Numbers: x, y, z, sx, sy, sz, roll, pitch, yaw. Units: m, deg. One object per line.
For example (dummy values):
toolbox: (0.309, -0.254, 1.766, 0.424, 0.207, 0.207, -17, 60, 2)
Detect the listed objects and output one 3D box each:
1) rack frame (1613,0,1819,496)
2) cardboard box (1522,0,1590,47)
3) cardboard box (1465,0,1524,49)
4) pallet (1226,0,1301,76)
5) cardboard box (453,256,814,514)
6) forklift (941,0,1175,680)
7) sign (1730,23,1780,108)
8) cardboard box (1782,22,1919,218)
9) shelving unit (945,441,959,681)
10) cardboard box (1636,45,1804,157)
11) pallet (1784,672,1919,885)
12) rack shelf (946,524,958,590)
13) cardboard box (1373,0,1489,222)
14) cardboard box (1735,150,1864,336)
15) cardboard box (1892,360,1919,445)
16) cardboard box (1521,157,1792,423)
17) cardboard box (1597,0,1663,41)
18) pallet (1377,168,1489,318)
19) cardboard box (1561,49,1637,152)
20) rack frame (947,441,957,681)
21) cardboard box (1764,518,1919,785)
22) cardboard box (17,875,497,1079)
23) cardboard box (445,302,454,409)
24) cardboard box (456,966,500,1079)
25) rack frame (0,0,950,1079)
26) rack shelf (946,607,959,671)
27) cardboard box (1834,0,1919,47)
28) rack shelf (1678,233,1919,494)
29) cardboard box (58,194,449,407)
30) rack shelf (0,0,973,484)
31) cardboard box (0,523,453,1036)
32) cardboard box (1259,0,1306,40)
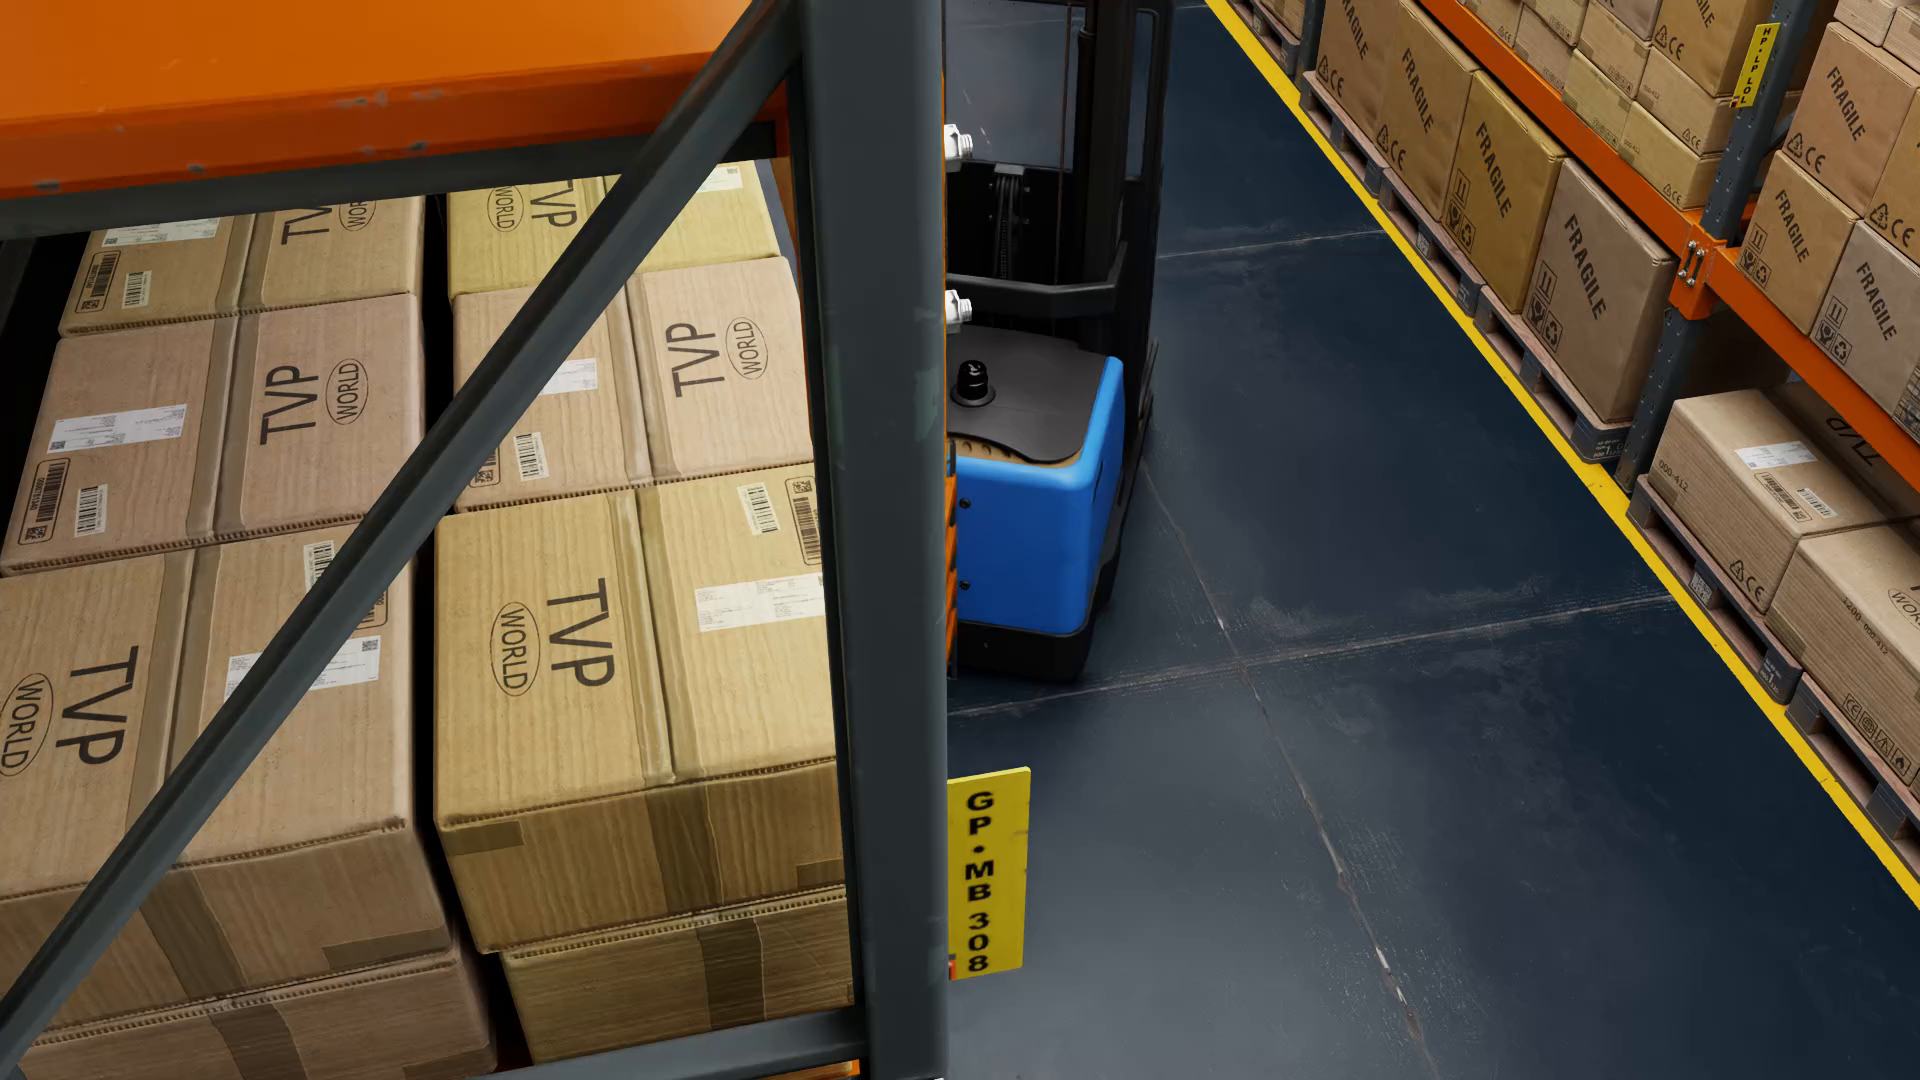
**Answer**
rack frame: (3.471, -1.434, 6.606, 1.000, 3.000, 0.127, -8, 42, -9)
cardboard box: (2.905, -2.474, 7.514, 0.500, 0.250, 0.500, -7, 42, -8)
cardboard box: (2.813, -2.627, 8.063, 0.500, 0.250, 0.500, -8, 42, -9)
pallet: (2.440, -3.491, 11.024, 1.003, 0.211, 1.213, -8, 42, -9)
cardboard box: (-0.454, -0.148, 2.409, 0.500, 0.250, 0.500, -9, 42, -10)
forklift: (0.293, -1.536, 6.773, 1.130, 2.935, 3.031, 9, 42, 9)
sign: (2.943, -1.753, 6.153, 0.100, 0.325, 0.005, -8, 42, -9)
cardboard box: (3.337, -1.502, 5.854, 0.500, 0.500, 0.500, -8, 42, -9)
shelving unit: (-0.162, 0.260, 6.054, 0.258, 1.200, 0.503, 5, 42, 5)
cardboard box: (3.138, -1.816, 6.773, 0.500, 0.250, 0.500, -8, 42, -9)
pallet: (3.825, 0.905, 6.071, 1.003, 0.211, 1.213, -8, 42, -9)
rack shelf: (-0.162, 0.143, 5.950, 0.258, 0.148, 0.480, 5, 42, 5)
cardboard box: (2.864, -2.351, 8.923, 0.875, 0.875, 0.875, -8, 42, -9)
cardboard box: (3.316, -1.130, 6.188, 0.500, 0.500, 0.500, -7, 42, -8)
cardboard box: (3.522, -0.480, 5.456, 0.500, 0.500, 0.500, -8, 42, -9)
cardboard box: (3.259, -1.187, 7.612, 0.875, 0.875, 0.875, -7, 42, -8)
cardboard box: (3.010, -2.433, 6.903, 0.500, 0.500, 0.500, -8, 42, -8)
pallet: (2.964, -1.673, 8.976, 1.003, 0.211, 1.213, -8, 42, -9)
cardboard box: (3.019, -1.963, 7.315, 0.500, 0.250, 0.500, -9, 42, -10)
rack frame: (-0.133, 0.099, 6.235, 0.240, 1.200, 0.015, 5, 42, 5)
cardboard box: (3.695, 0.370, 6.188, 0.875, 0.438, 0.875, -10, 42, -11)
cardboard box: (-0.873, 0.446, 2.117, 0.500, 0.250, 0.500, -9, 42, -10)
cardboard box: (-1.099, -0.211, 2.857, 0.500, 0.250, 0.500, -9, 42, -10)
cardboard box: (-0.807, 0.670, 2.165, 0.380, 0.149, 0.250, -7, 42, -8)
rack frame: (-0.512, -0.371, 0.890, 1.000, 3.000, 0.127, -8, 42, -9)
rack shelf: (-0.162, 0.459, 6.230, 0.258, 0.148, 0.480, 5, 42, 5)
cardboard box: (3.285, -1.846, 5.753, 0.380, 0.149, 0.250, -9, 42, -10)
rack shelf: (3.902, 0.131, 5.384, 1.077, 0.370, 4.000, -8, 42, -9)
cardboard box: (-1.113, -0.410, 2.705, 0.500, 0.250, 0.500, -8, 42, -9)
rack shelf: (-0.943, -1.397, 2.590, 1.077, 0.370, 4.000, -8, 42, -9)
cardboard box: (-0.880, 0.260, 1.950, 0.500, 0.250, 0.500, -9, 42, -10)
cardboard box: (2.495, -3.569, 10.674, 0.950, 0.372, 0.625, -11, 43, -12)
